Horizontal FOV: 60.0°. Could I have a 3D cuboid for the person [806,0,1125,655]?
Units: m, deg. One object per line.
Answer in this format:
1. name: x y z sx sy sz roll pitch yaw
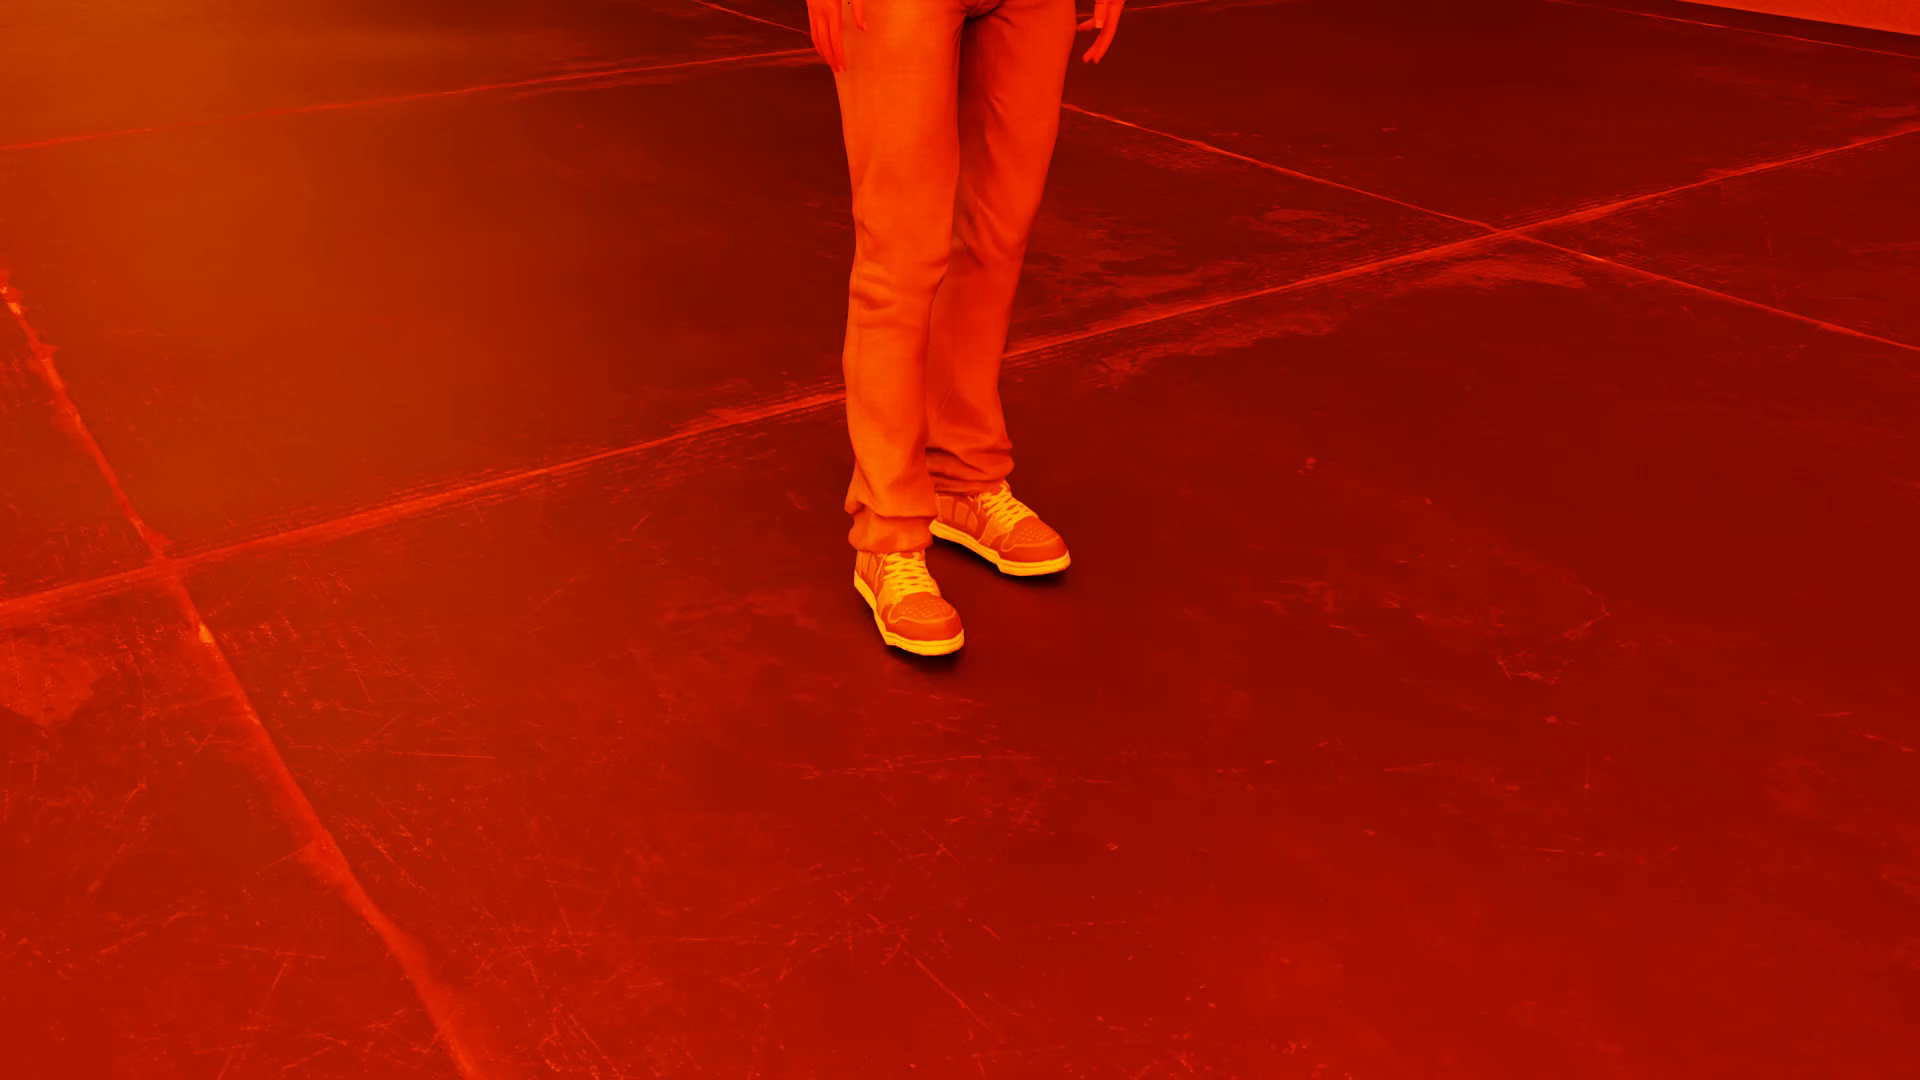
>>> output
1. person: 0.032 -0.683 2.080 0.521 1.584 0.473 -17 31 -31
